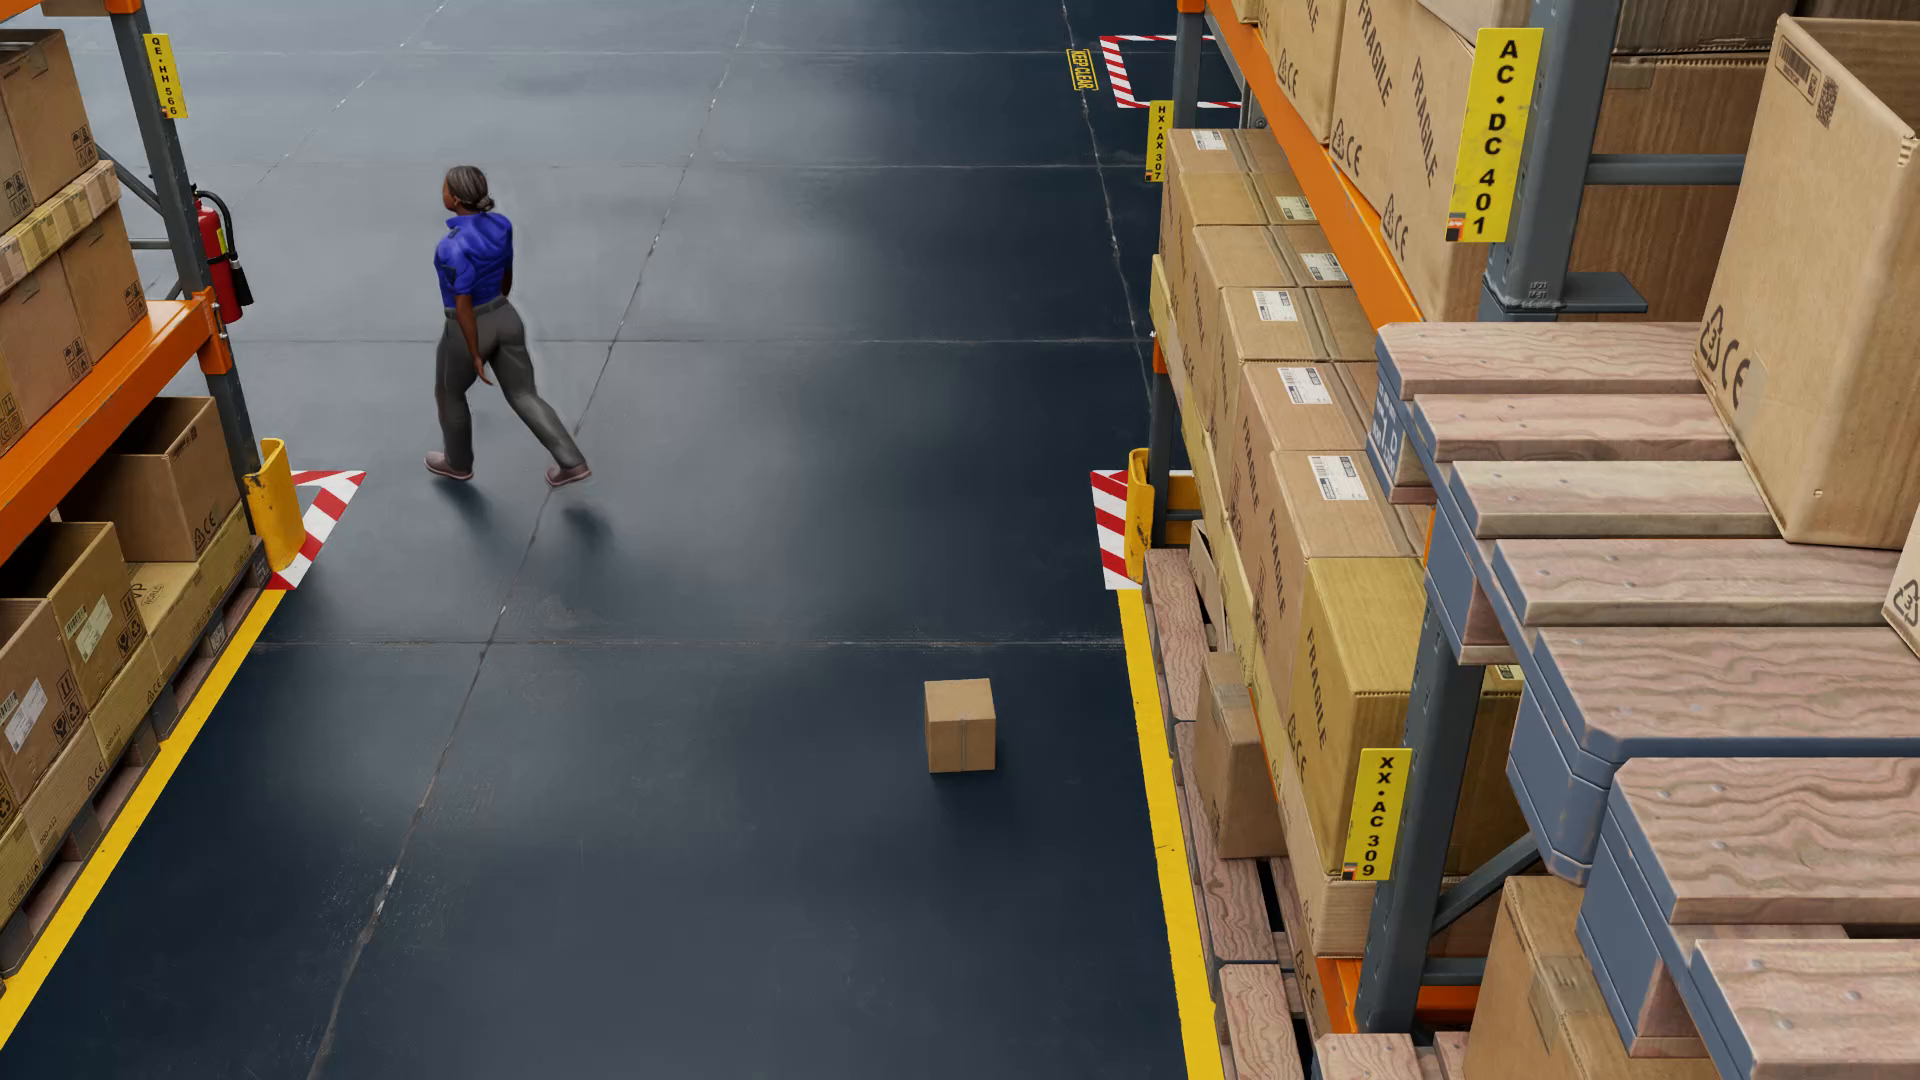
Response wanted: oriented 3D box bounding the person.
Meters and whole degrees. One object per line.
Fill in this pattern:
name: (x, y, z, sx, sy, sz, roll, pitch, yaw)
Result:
person: (-2.189, -0.970, 7.701, 0.954, 1.605, 0.447, 18, 36, 27)
